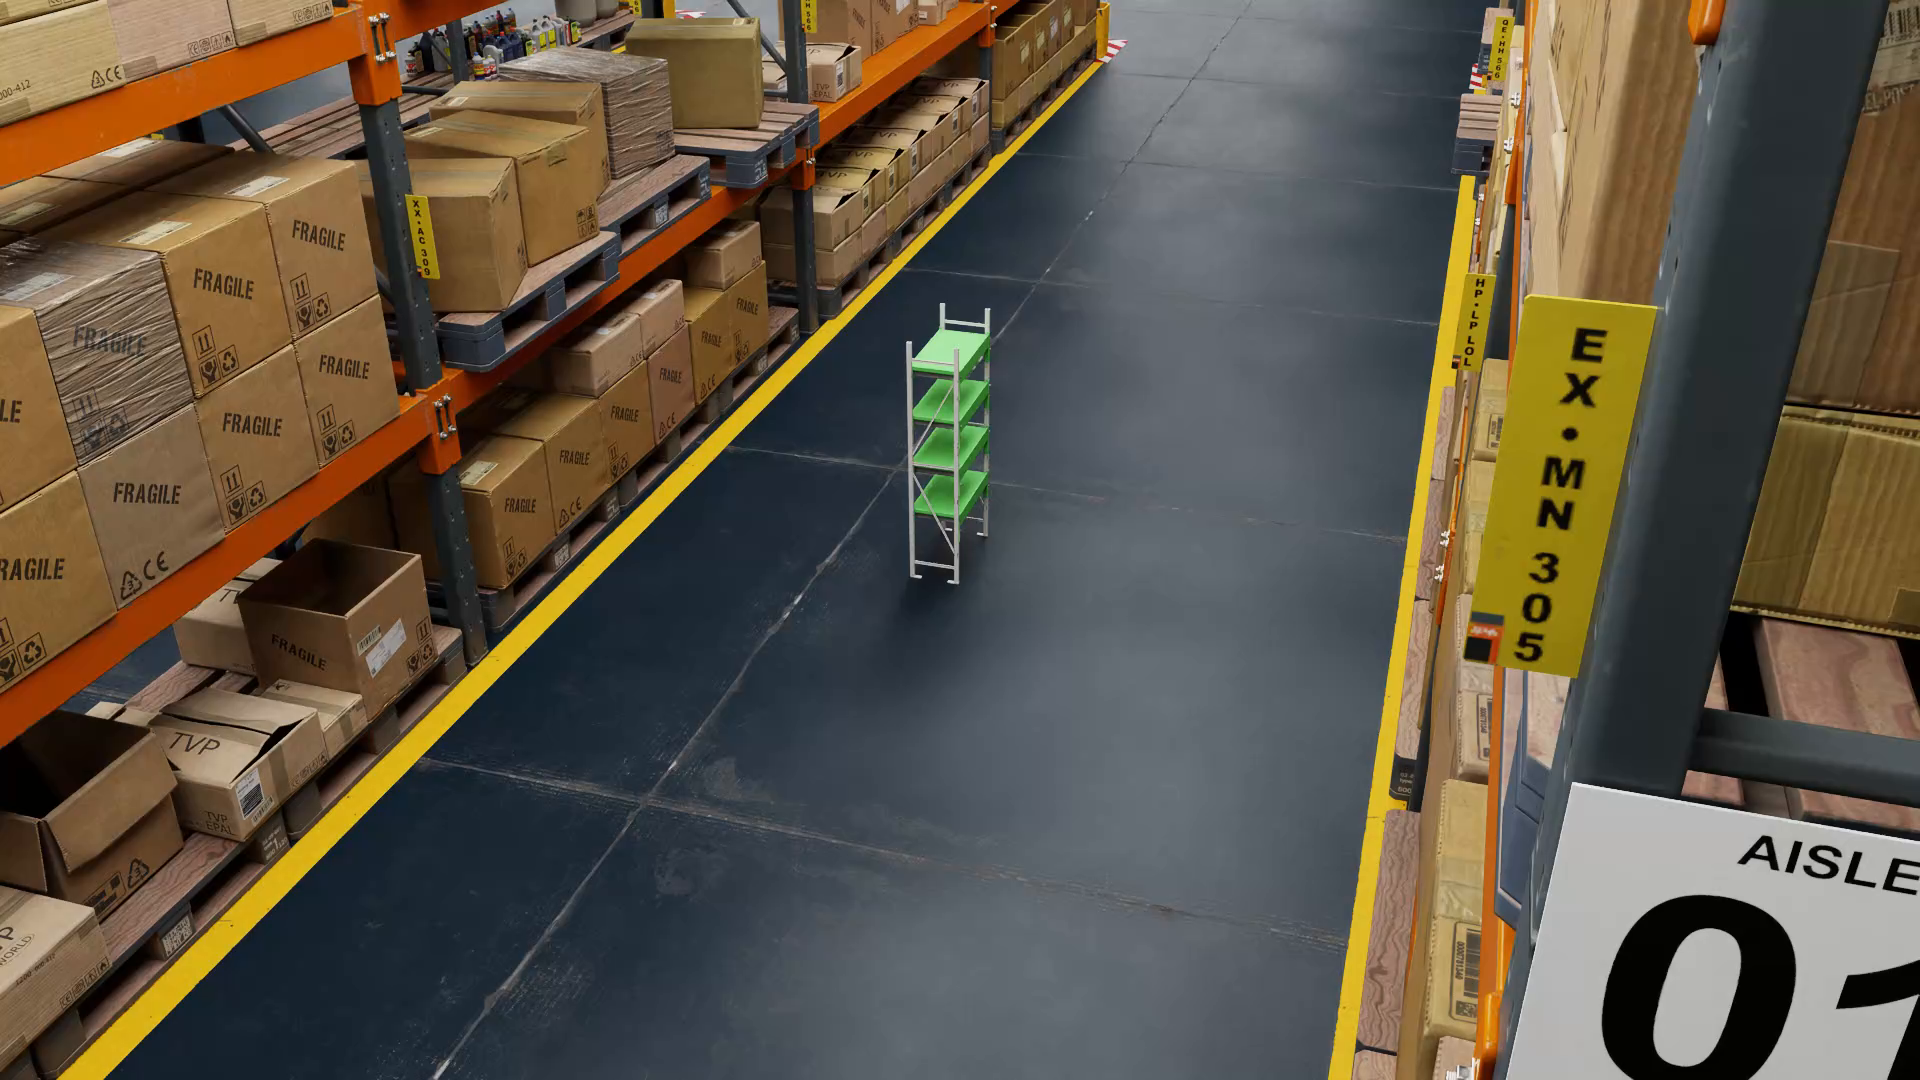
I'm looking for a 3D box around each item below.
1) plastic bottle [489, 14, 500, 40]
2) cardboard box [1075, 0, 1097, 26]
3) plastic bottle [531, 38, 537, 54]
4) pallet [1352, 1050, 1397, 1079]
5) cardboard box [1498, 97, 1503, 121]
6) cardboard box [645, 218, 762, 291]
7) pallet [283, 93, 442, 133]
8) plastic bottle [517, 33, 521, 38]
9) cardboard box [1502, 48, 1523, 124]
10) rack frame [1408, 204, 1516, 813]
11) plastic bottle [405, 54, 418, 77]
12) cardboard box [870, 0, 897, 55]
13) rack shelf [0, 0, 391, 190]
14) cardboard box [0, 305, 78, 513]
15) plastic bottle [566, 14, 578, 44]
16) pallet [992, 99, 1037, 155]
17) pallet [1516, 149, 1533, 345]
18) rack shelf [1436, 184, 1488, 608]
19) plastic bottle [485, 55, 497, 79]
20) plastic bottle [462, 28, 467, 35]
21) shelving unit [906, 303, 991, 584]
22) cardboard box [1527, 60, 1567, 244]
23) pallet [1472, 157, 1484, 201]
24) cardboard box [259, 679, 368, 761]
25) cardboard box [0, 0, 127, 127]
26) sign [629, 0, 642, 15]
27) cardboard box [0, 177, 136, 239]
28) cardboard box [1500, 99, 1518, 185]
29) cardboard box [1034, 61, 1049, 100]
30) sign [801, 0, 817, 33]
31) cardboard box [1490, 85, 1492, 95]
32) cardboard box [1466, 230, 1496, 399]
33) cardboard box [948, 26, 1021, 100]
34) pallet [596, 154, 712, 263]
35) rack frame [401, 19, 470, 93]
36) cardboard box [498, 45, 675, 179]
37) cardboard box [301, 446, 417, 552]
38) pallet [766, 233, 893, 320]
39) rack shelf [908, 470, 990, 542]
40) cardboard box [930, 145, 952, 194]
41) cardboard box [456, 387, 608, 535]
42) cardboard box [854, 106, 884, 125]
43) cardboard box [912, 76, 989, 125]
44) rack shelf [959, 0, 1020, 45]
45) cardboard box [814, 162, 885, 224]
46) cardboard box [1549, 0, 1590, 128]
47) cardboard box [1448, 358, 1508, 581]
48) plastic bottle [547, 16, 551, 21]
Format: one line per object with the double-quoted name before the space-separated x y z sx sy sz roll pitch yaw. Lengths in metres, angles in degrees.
"plastic bottle" -4.719 -5.179 16.829 0.097 0.271 0.097 0 29 0
"cardboard box" 1.073 -5.446 16.580 0.500 0.500 0.500 8 30 15
"plastic bottle" -4.168 -4.779 16.181 0.097 0.201 0.097 0 29 0
"pallet" 1.506 1.983 4.468 1.003 0.211 1.213 8 30 15
"cardboard box" 2.947 -1.999 8.328 0.500 0.500 0.500 9 30 16
"cardboard box" -1.465 -1.643 9.466 0.500 0.250 0.500 10 31 17
"pallet" -5.156 -3.689 14.664 1.003 0.211 1.213 8 30 15
"plastic bottle" -4.266 -4.755 16.066 0.097 0.271 0.097 0 29 0
"cardboard box" 2.798 -2.091 7.723 0.500 0.250 0.500 8 30 14
"rack frame" 2.160 -0.146 5.428 1.000 3.000 0.127 8 30 15
"plastic bottle" -5.154 -4.460 15.608 0.097 0.201 0.097 0 29 0
"cardboard box" -0.771 -3.781 11.858 0.500 0.500 0.500 9 30 15
"rack shelf" -3.163 -0.919 4.470 1.077 0.370 4.000 8 30 15
"cardboard box" -2.922 -0.354 4.669 0.500 0.500 0.500 8 30 14
"plastic bottle" -3.925 -5.169 16.798 0.061 0.283 0.133 9 30 16
"pallet" 0.045 -3.714 14.710 1.003 0.211 1.213 8 30 15
"pallet" 1.550 -0.475 3.023 1.003 0.211 1.213 8 30 15
"rack shelf" 2.747 -0.762 7.273 1.077 0.370 4.000 8 30 15
"plastic bottle" -4.390 -4.427 15.549 0.097 0.201 0.097 0 29 0
"plastic bottle" -4.898 -4.892 16.231 0.144 0.351 0.185 8 30 15
"shelving unit" -0.049 -0.447 7.820 0.258 1.200 0.503 8 30 15
"cardboard box" 1.247 -0.623 2.818 0.500 0.250 0.500 8 30 13
"pallet" 4.672 -2.963 13.359 1.003 0.211 1.213 8 30 15
"cardboard box" -2.525 0.690 6.404 0.380 0.149 0.250 8 30 15
"cardboard box" -2.760 -1.368 4.693 0.500 0.250 0.500 8 30 15
"sign" -1.934 -3.294 9.895 0.100 0.325 0.005 8 30 15
"cardboard box" -3.135 -0.914 5.675 0.500 0.500 0.500 8 30 13
"cardboard box" 2.511 -1.620 6.876 0.500 0.250 0.500 8 30 14
"cardboard box" 0.501 -4.187 15.087 0.500 0.250 0.500 8 30 15
"sign" -0.881 -3.109 9.643 0.100 0.325 0.005 8 30 15
"cardboard box" 4.963 -3.916 14.322 0.700 0.500 0.500 7 30 12
"cardboard box" 2.195 -0.818 6.205 0.500 0.500 0.500 9 30 15
"cardboard box" 0.207 -4.050 14.070 0.500 0.500 0.500 8 30 15
"pallet" -1.969 -1.722 8.458 1.003 0.211 1.213 8 30 15
"rack frame" -4.962 -5.278 14.652 1.000 3.000 0.127 8 30 15
"cardboard box" -1.930 -2.231 8.640 0.700 0.500 0.500 14 32 24
"cardboard box" -2.706 -0.222 7.682 0.500 0.500 0.500 8 30 15
"pallet" -1.123 -1.869 11.392 1.003 0.211 1.213 8 30 15
"rack shelf" -0.049 -0.182 7.968 0.258 0.148 0.480 8 30 15
"cardboard box" -0.373 -2.845 12.674 0.500 0.250 0.500 9 30 16
"cardboard box" -2.056 -0.391 7.986 0.500 0.500 0.500 9 30 16
"cardboard box" -0.890 -3.167 12.678 0.500 0.311 0.500 8 30 13
"cardboard box" -0.073 -3.567 13.397 0.500 0.311 0.500 8 30 15
"rack shelf" 0.359 -5.184 15.224 1.077 0.370 4.000 8 30 15
"cardboard box" -0.822 -2.384 11.270 0.500 0.311 0.500 8 30 14
"cardboard box" 1.242 -0.942 2.619 0.500 0.500 0.500 7 30 13
"cardboard box" 1.985 -0.028 4.906 0.980 0.700 0.700 9 30 16
"plastic bottle" -4.110 -5.128 16.724 0.061 0.283 0.133 8 30 15
